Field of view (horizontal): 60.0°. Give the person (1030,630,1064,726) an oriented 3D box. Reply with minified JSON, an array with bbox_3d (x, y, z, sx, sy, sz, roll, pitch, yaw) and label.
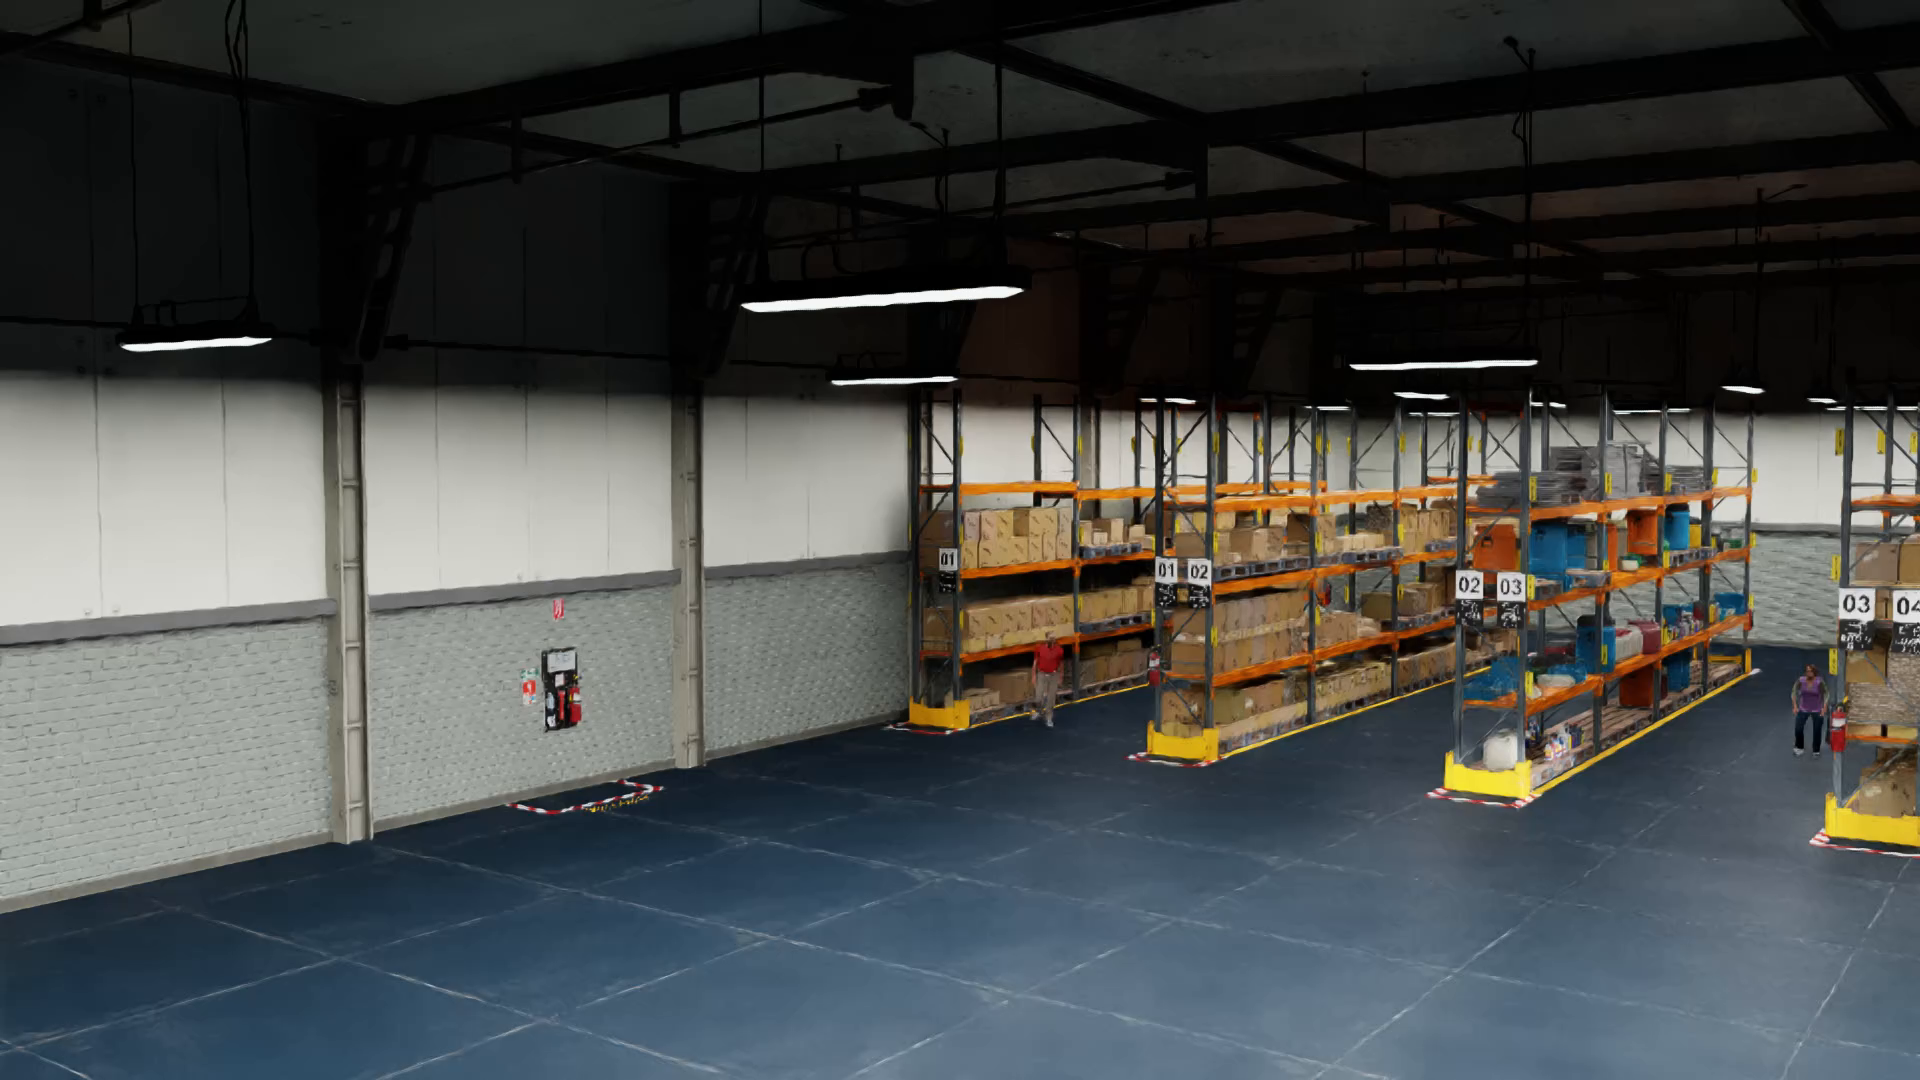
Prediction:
[{"bbox_3d":[1.553,2.453,29.725,0.598,1.719,0.549,0,3,-1],"label":"person"}]

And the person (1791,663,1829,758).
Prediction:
[{"bbox_3d":[13.610,2.720,26.635,0.566,1.541,0.519,2,4,33],"label":"person"}]

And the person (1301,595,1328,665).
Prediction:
[{"bbox_3d":[8.095,2.033,37.791,0.446,1.589,1.095,2,4,34],"label":"person"}]
